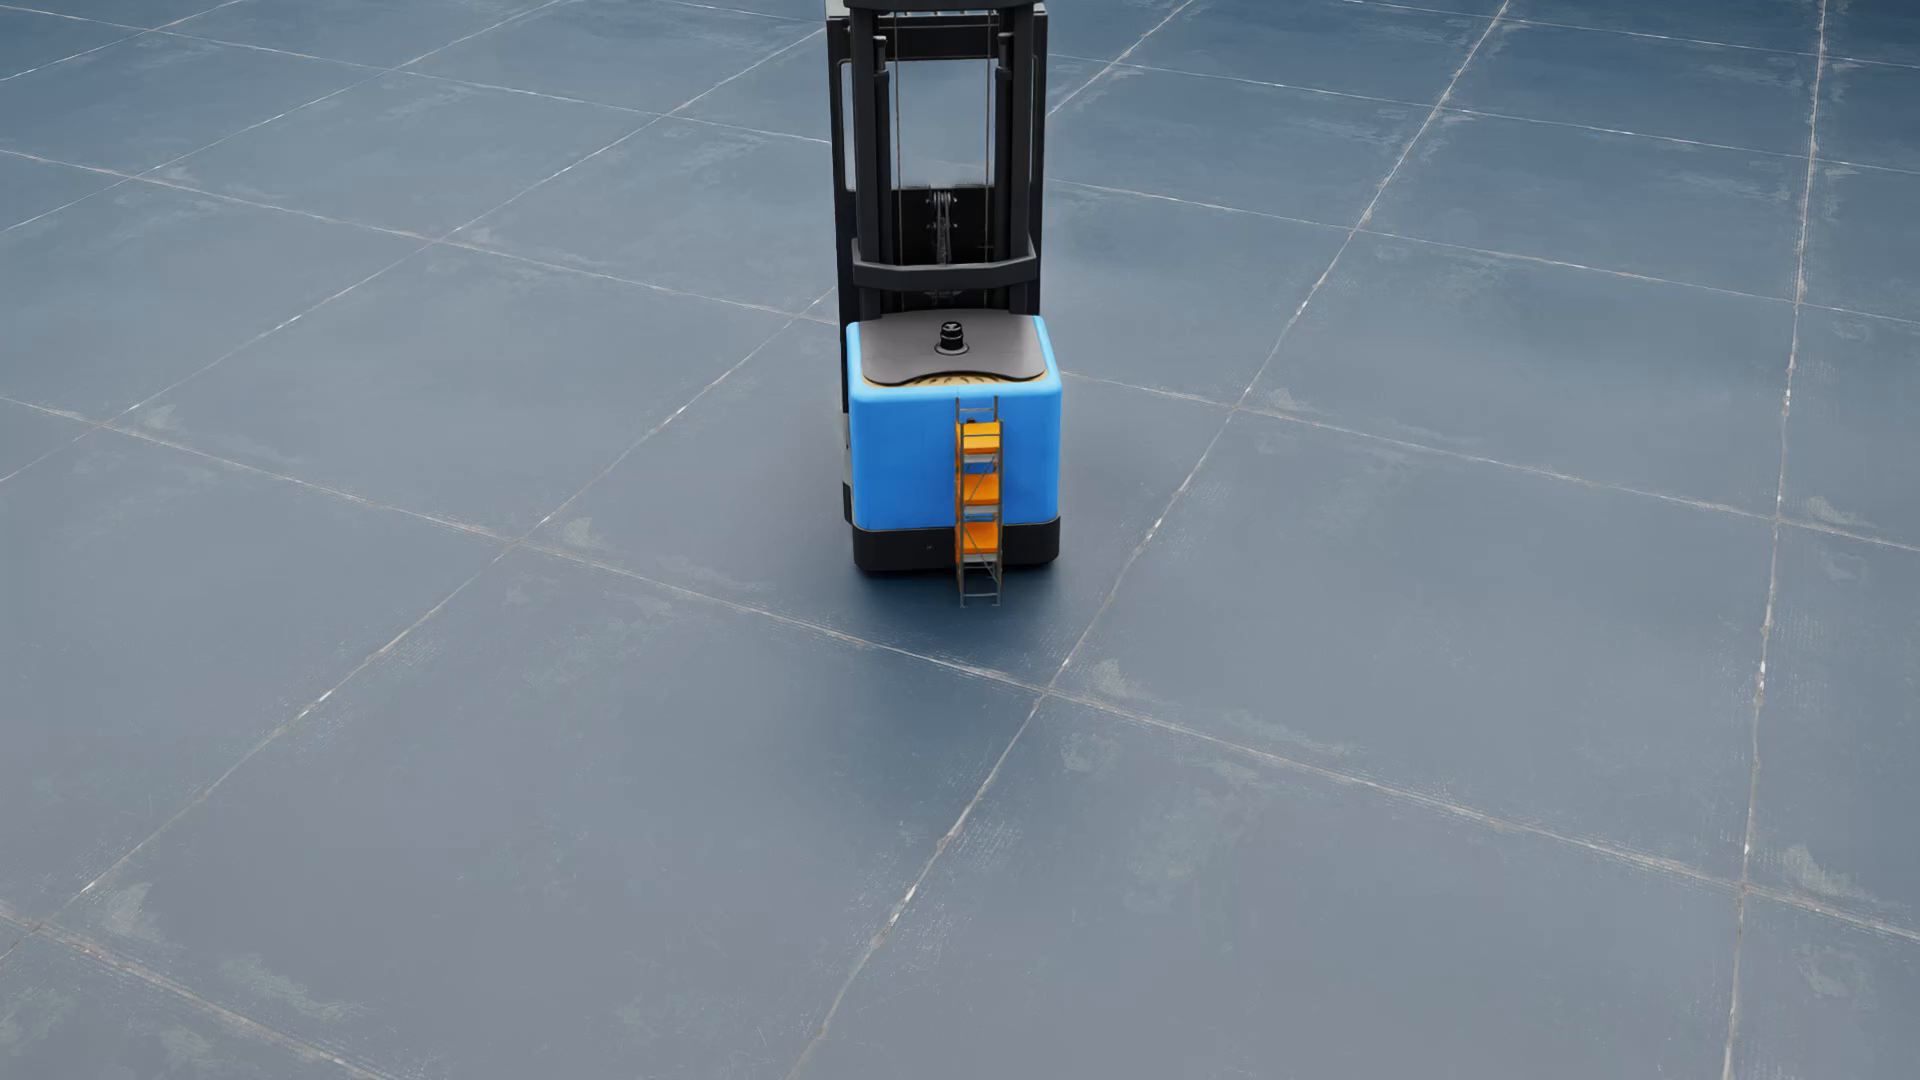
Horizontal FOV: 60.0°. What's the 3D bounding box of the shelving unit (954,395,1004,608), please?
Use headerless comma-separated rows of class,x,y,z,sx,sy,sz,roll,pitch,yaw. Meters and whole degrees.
shelving unit,0.089,-0.174,8.058,0.215,1.050,0.252,-3,33,-4

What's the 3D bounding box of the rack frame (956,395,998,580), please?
rack frame,0.079,-0.241,8.159,0.200,1.050,0.008,-3,33,-4

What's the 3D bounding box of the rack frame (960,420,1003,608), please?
rack frame,0.100,-0.107,7.956,0.200,1.050,0.008,-3,33,-4

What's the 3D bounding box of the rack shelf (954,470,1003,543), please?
rack shelf,0.089,-0.165,8.063,0.215,0.259,0.240,-3,33,-4

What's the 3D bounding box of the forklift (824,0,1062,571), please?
forklift,-0.134,-1.855,8.906,1.130,2.935,3.031,-3,33,-4

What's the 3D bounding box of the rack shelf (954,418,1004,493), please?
rack shelf,0.090,-0.402,7.908,0.215,0.259,0.240,-3,33,-4

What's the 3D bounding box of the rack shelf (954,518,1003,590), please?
rack shelf,0.089,0.067,8.216,0.215,0.259,0.240,-3,33,-4
